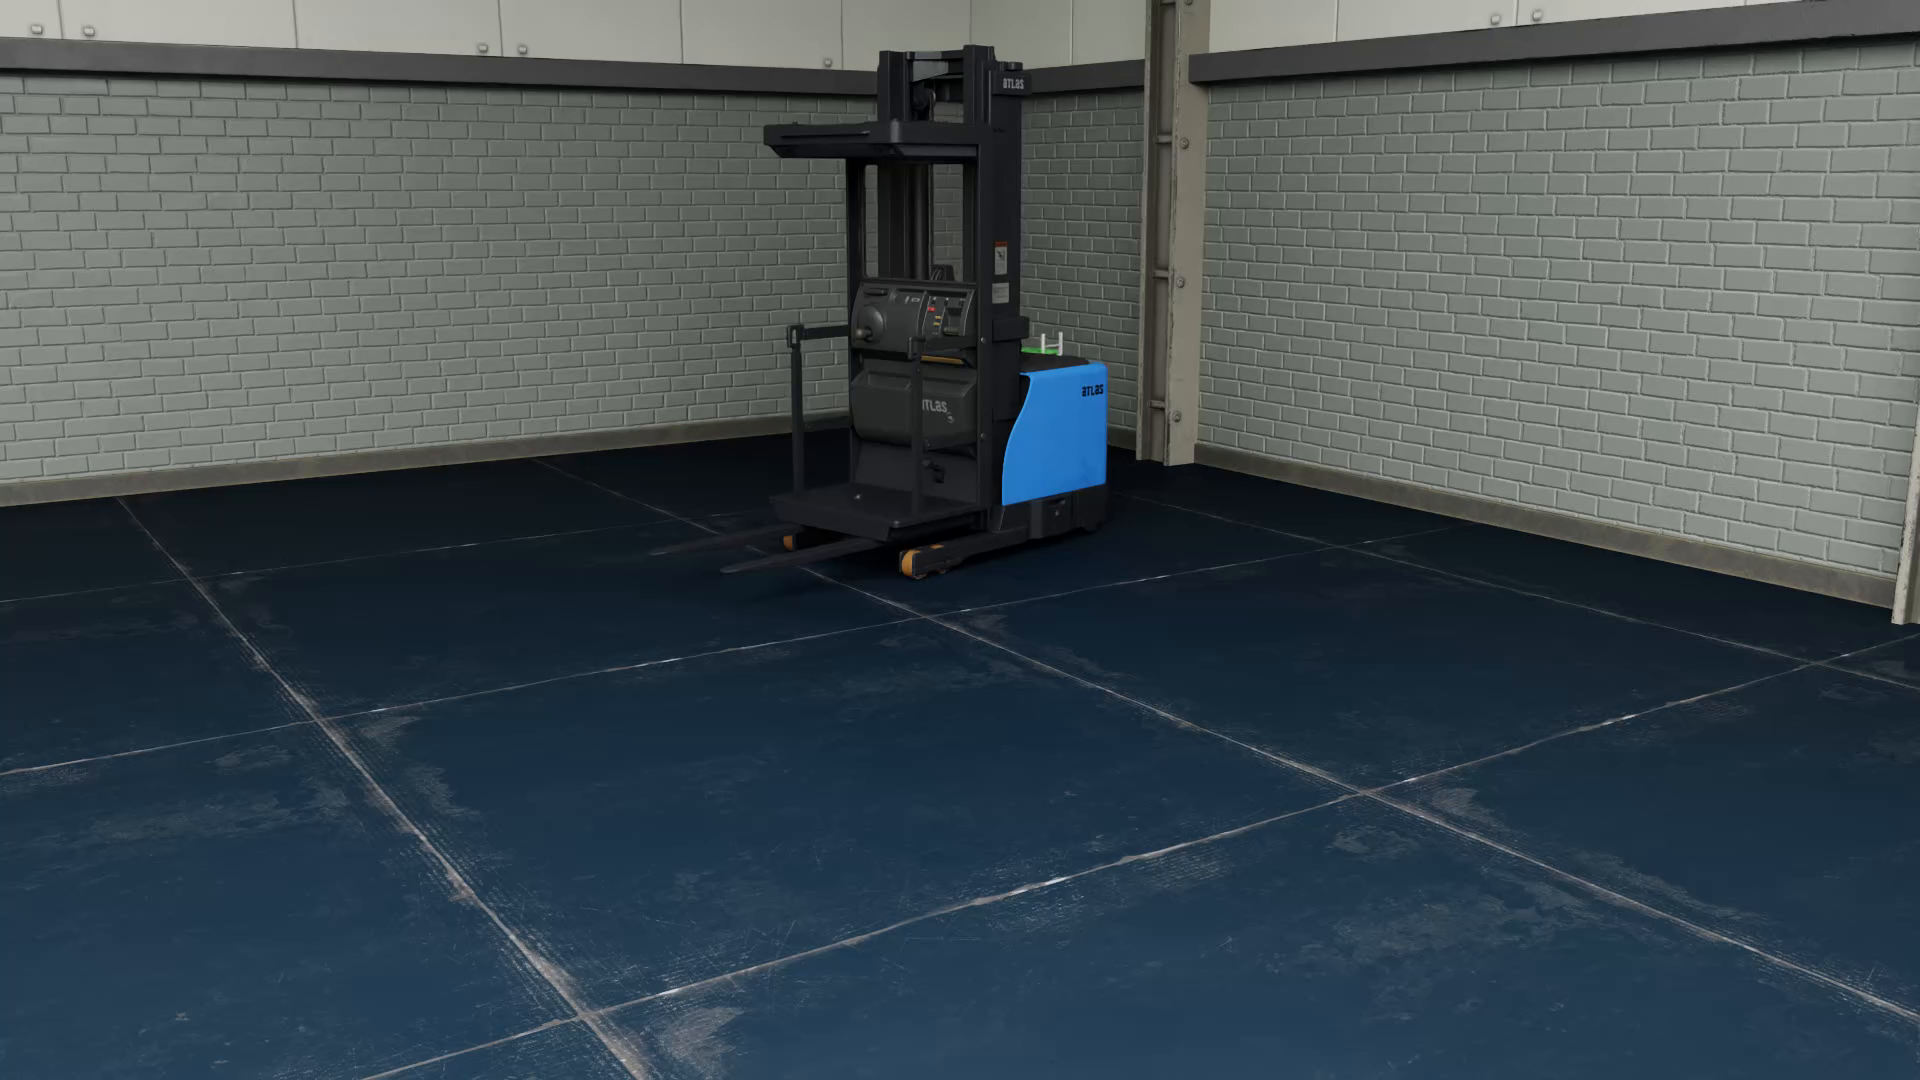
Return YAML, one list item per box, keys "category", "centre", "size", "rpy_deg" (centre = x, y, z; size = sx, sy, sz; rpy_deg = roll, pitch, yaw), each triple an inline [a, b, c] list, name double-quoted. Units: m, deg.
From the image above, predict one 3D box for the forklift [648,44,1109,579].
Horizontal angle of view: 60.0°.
- category: "forklift"
  centre: [-0.423, -1.334, 9.600]
  size: [1.130, 2.935, 3.031]
  rpy_deg: [11, 17, 41]

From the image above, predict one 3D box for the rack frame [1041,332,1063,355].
- category: "rack frame"
  centre: [0.603, -0.783, 11.119]
  size: [0.015, 1.200, 0.240]
  rpy_deg: [9, 14, 34]

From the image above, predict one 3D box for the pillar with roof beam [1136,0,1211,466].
- category: "pillar with roof beam"
  centre: [-1.942, -4.519, 9.961]
  size: [9.100, 9.000, 0.400]
  rpy_deg: [-8, 15, -33]

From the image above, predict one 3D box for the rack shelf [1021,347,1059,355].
- category: "rack shelf"
  centre: [0.409, -1.221, 11.175]
  size: [0.480, 0.148, 0.258]
  rpy_deg: [9, 14, 34]

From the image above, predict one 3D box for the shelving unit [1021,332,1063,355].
- category: "shelving unit"
  centre: [0.403, -0.813, 11.256]
  size: [0.503, 1.200, 0.258]
  rpy_deg: [9, 14, 34]
